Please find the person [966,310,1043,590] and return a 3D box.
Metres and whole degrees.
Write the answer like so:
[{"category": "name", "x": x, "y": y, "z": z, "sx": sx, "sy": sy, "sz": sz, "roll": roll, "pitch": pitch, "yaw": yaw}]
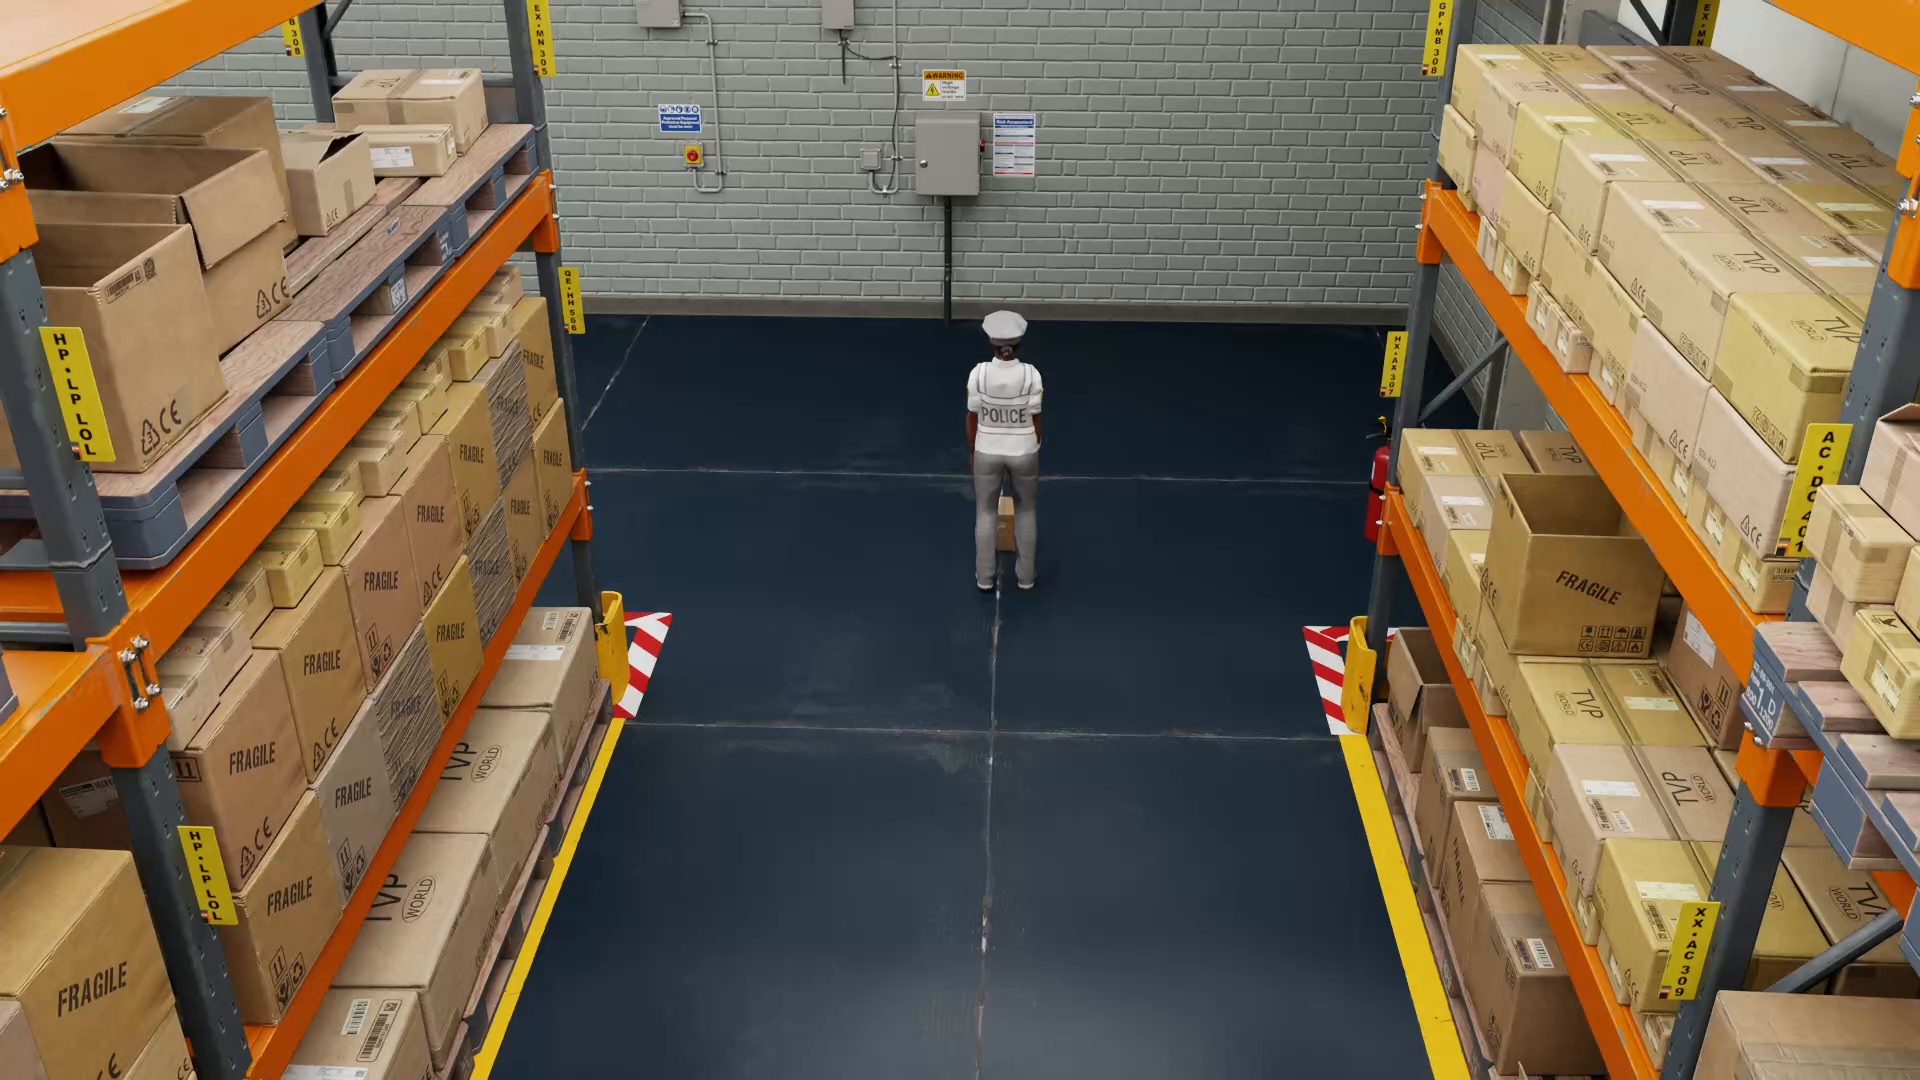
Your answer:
[{"category": "person", "x": 0.251, "y": -0.499, "z": 9.551, "sx": 0.435, "sy": 1.671, "sz": 0.341, "roll": 2, "pitch": 28, "yaw": 3}]
